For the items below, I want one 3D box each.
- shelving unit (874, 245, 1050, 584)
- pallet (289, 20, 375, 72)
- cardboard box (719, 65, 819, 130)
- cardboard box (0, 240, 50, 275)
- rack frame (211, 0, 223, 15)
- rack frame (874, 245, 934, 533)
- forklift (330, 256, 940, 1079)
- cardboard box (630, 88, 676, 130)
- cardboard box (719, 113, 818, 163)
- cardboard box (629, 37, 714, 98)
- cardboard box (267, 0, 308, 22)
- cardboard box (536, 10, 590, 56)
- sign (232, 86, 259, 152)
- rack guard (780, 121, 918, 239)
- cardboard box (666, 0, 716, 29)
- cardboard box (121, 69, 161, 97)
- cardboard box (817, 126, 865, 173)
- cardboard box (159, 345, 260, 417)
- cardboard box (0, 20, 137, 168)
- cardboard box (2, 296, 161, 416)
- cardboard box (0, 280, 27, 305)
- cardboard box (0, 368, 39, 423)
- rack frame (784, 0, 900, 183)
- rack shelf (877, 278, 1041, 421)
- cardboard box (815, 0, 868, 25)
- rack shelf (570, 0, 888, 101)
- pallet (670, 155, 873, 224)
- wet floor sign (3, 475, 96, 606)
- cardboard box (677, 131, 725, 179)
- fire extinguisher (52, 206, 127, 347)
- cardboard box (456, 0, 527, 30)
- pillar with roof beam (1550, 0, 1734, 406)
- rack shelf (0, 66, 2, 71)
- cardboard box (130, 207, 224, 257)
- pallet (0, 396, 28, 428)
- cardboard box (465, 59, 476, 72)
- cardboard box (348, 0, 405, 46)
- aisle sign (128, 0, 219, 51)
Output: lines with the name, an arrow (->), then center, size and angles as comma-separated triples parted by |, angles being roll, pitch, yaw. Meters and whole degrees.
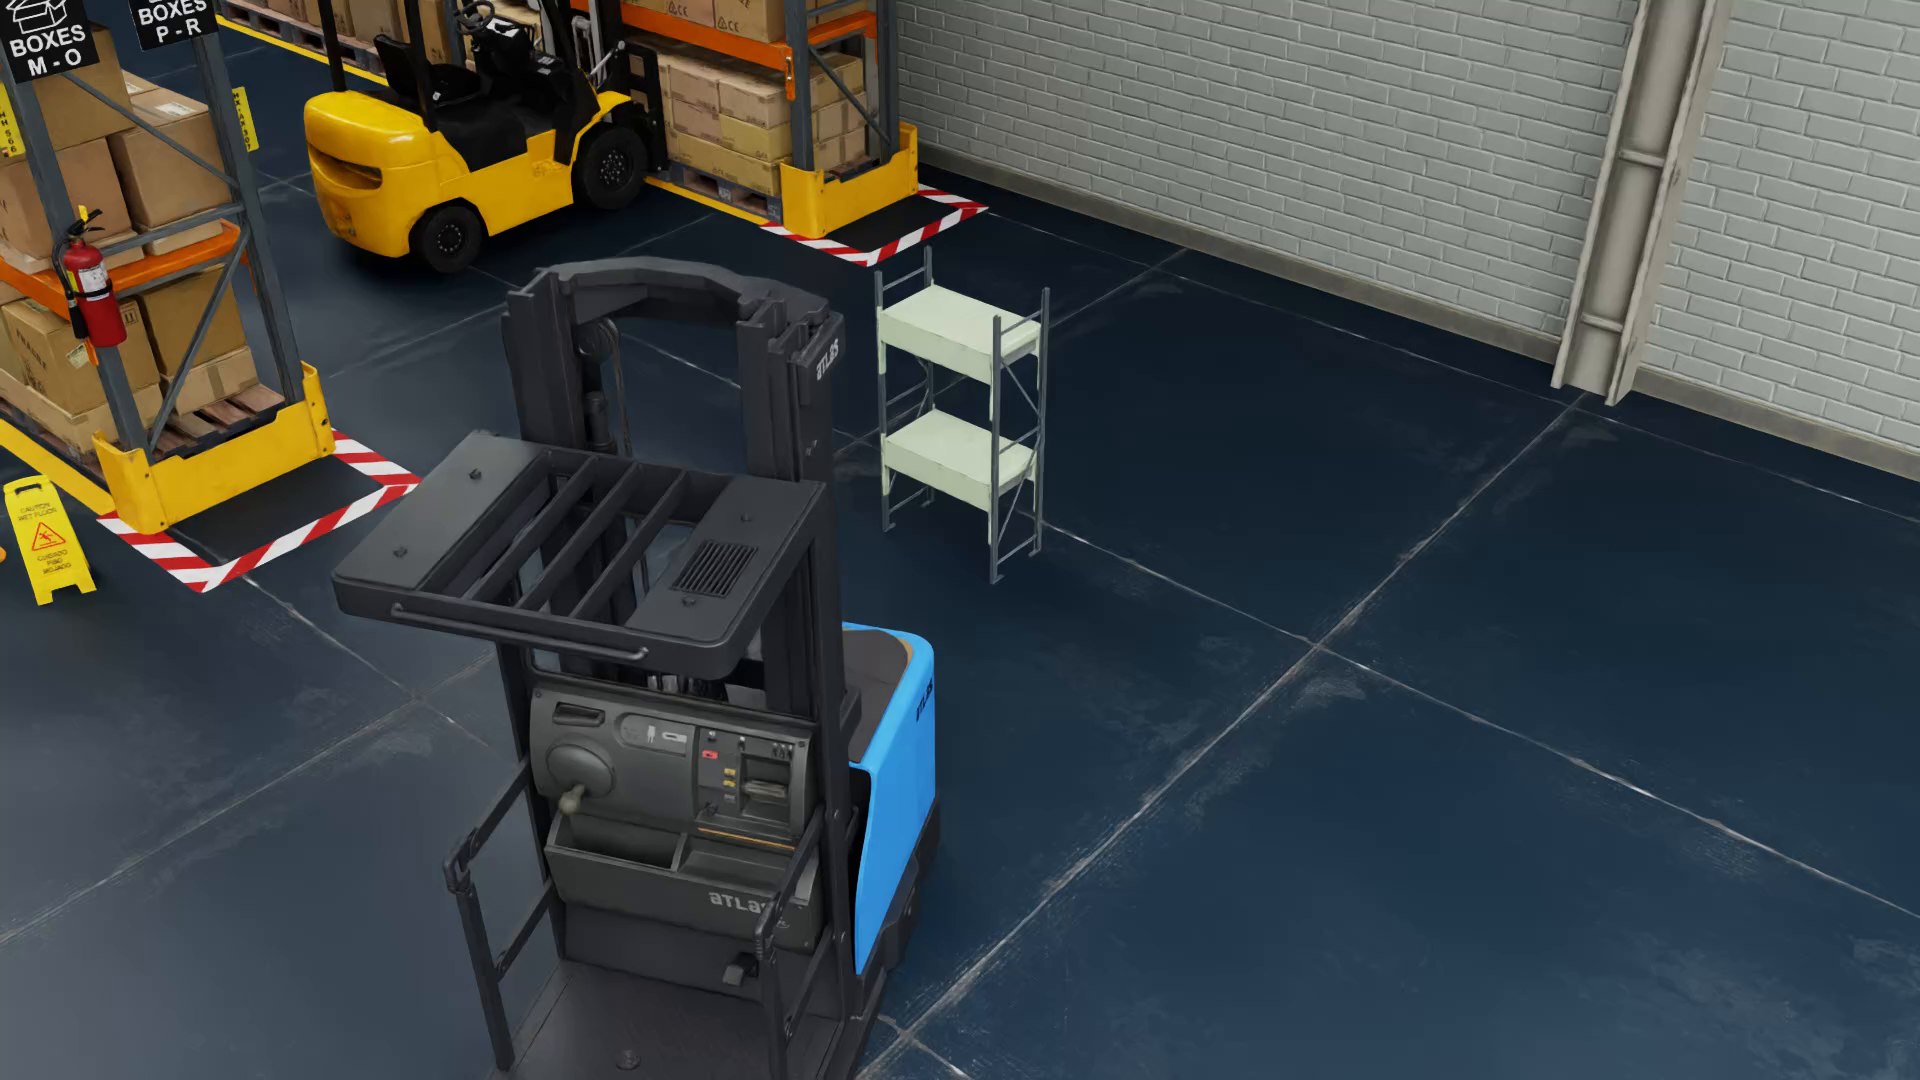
shelving unit -> 0.005, -0.616, 8.322 | 0.755, 1.500, 0.431 | 25, 42, 32
pallet -> -5.422, -4.689, 15.391 | 1.213, 0.211, 1.003 | 25, 42, 32
cardboard box -> -1.368, -3.181, 11.907 | 0.500, 0.250, 0.500 | 27, 43, 33
cardboard box -> -4.678, -1.519, 8.534 | 0.250, 0.149, 0.380 | 25, 42, 31
rack frame -> -6.963, -6.596, 15.704 | 0.127, 3.000, 1.000 | 25, 42, 32
rack frame -> -0.276, -0.748, 8.515 | 0.023, 1.500, 0.400 | 25, 42, 32
forklift -> -0.970, 0.772, 5.036 | 1.130, 2.935, 3.031 | 9, 35, 13
cardboard box -> -2.177, -3.348, 12.592 | 0.500, 0.250, 0.500 | 24, 41, 31
cardboard box -> -1.389, -2.984, 12.062 | 0.500, 0.250, 0.500 | 25, 41, 31
cardboard box -> -2.158, -3.542, 12.432 | 0.500, 0.250, 0.500 | 26, 42, 32
cardboard box -> -5.985, -5.325, 15.580 | 0.625, 0.625, 0.875 | 27, 43, 33
cardboard box -> -2.941, -3.922, 12.986 | 0.500, 0.250, 0.500 | 27, 43, 33
sign -> -3.641, -2.130, 8.437 | 0.005, 0.325, 0.100 | 25, 42, 32
rack guard -> -0.796, -2.659, 12.180 | 0.348, 0.500, 1.175 | 25, 42, 32
cardboard box -> -1.754, -3.995, 11.829 | 0.500, 0.500, 0.500 | 27, 43, 33
cardboard box -> -4.574, -2.179, 8.923 | 0.500, 0.500, 0.500 | 27, 43, 33
cardboard box -> -1.067, -3.000, 12.527 | 0.500, 0.250, 0.500 | 25, 42, 32
cardboard box -> -4.431, -0.989, 9.598 | 0.500, 0.250, 0.500 | 25, 42, 31
cardboard box -> -4.520, -2.203, 8.074 | 0.500, 0.500, 0.700 | 24, 41, 31
cardboard box -> -4.770, -1.062, 9.043 | 0.500, 0.500, 0.500 | 26, 42, 32
cardboard box -> -5.095, -1.434, 9.010 | 0.250, 0.149, 0.380 | 27, 43, 33
cardboard box -> -5.174, -0.943, 9.532 | 0.500, 0.250, 0.500 | 25, 42, 32
rack frame -> -0.815, -3.698, 11.485 | 0.127, 3.000, 1.000 | 25, 42, 32
rack shelf -> 0.005, -0.938, 8.101 | 0.720, 0.370, 0.431 | 25, 42, 32
cardboard box -> -1.018, -4.039, 11.894 | 0.500, 0.500, 0.500 | 27, 43, 33
rack shelf -> -2.352, -4.126, 12.743 | 4.000, 0.370, 1.077 | 25, 42, 32
pallet -> -1.429, -2.807, 12.651 | 1.213, 0.211, 1.003 | 25, 42, 32
wet floor sign -> -4.526, -0.032, 8.227 | 0.267, 0.644, 0.232 | -18, 38, -25
cardboard box -> -1.754, -2.954, 12.460 | 0.500, 0.250, 0.500 | 25, 42, 32
fire extinguisher -> -4.195, -1.263, 8.008 | 0.183, 0.674, 0.296 | 25, 42, 32
cardboard box -> -3.718, -4.287, 13.517 | 0.500, 0.250, 0.500 | 25, 41, 31
pillar with roof beam -> 1.084, -2.769, 4.833 | 0.400, 9.000, 9.100 | 25, 42, 32
rack shelf -> -5.525, -3.201, 8.748 | 4.000, 0.370, 1.077 | 25, 42, 32
cardboard box -> -4.116, -1.646, 8.720 | 0.250, 0.149, 0.380 | 25, 42, 32
pallet -> -5.581, -1.167, 10.262 | 1.213, 0.211, 1.003 | 25, 42, 32
cardboard box -> -3.729, -3.867, 13.789 | 0.500, 0.250, 0.500 | 26, 42, 32
cardboard box -> -4.888, -4.809, 14.830 | 0.625, 0.625, 0.875 | 25, 42, 31
aisle sign -> -3.742, -2.721, 7.766 | 0.004, 0.787, 0.394 | 25, 42, 32
